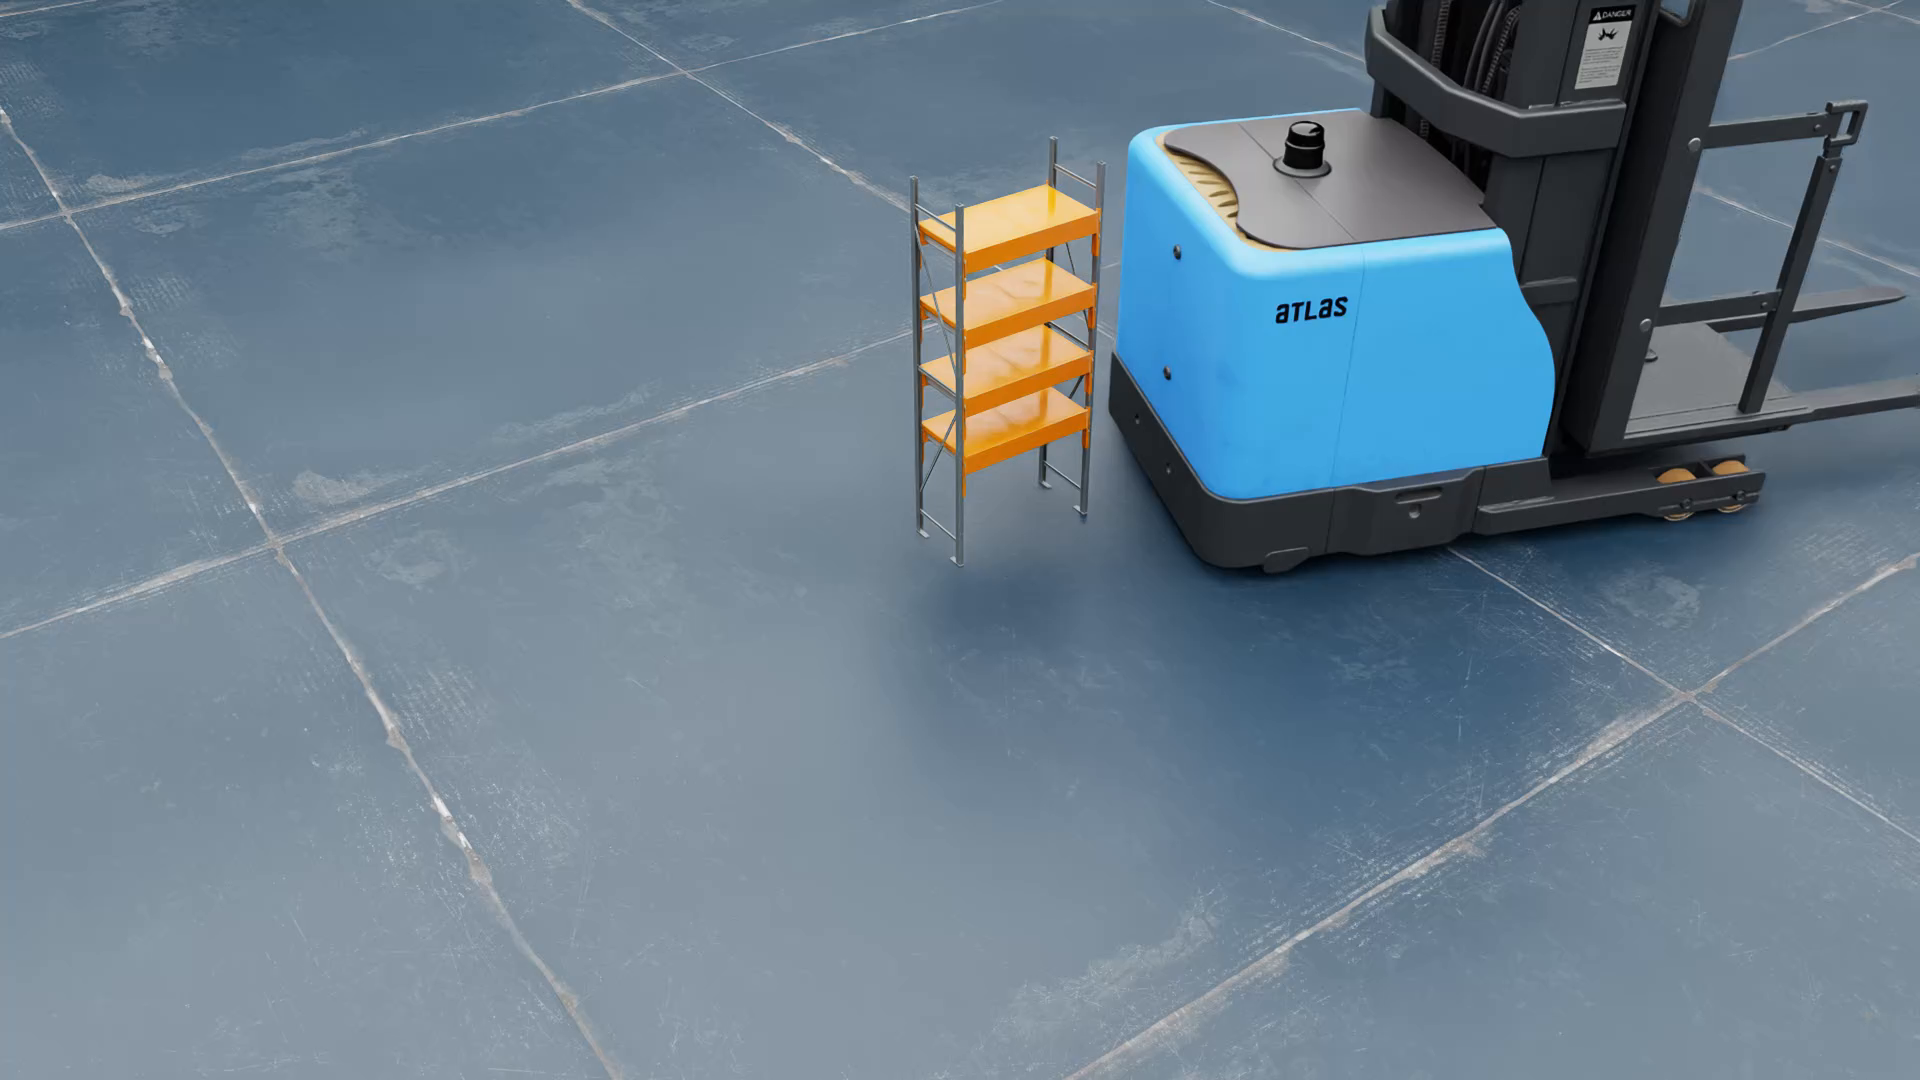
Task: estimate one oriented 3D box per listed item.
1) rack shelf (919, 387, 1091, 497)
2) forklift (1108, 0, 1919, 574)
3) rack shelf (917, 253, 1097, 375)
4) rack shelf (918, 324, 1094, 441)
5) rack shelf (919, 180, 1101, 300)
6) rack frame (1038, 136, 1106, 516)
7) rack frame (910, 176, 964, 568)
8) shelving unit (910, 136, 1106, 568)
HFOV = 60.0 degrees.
[{"bbox_3d":[0.135,-0.327,5.132,0.480,0.148,0.258,-22,41,-28],"label":"rack shelf"},{"bbox_3d":[2.087,-1.543,4.885,3.031,2.935,1.130,-8,37,-11],"label":"forklift"},{"bbox_3d":[0.135,-0.670,4.886,0.480,0.148,0.258,-22,41,-28],"label":"rack shelf"},{"bbox_3d":[0.135,-0.488,5.016,0.480,0.148,0.258,-22,41,-28],"label":"rack shelf"},{"bbox_3d":[0.135,-0.862,4.748,0.480,0.148,0.258,-22,41,-28],"label":"rack shelf"},{"bbox_3d":[0.335,-0.625,5.091,0.015,1.200,0.240,-22,41,-28],"label":"rack frame"},{"bbox_3d":[-0.064,-0.461,4.863,0.015,1.200,0.240,-22,41,-28],"label":"rack frame"},{"bbox_3d":[0.135,-0.543,4.977,0.503,1.200,0.258,-22,41,-28],"label":"shelving unit"}]
